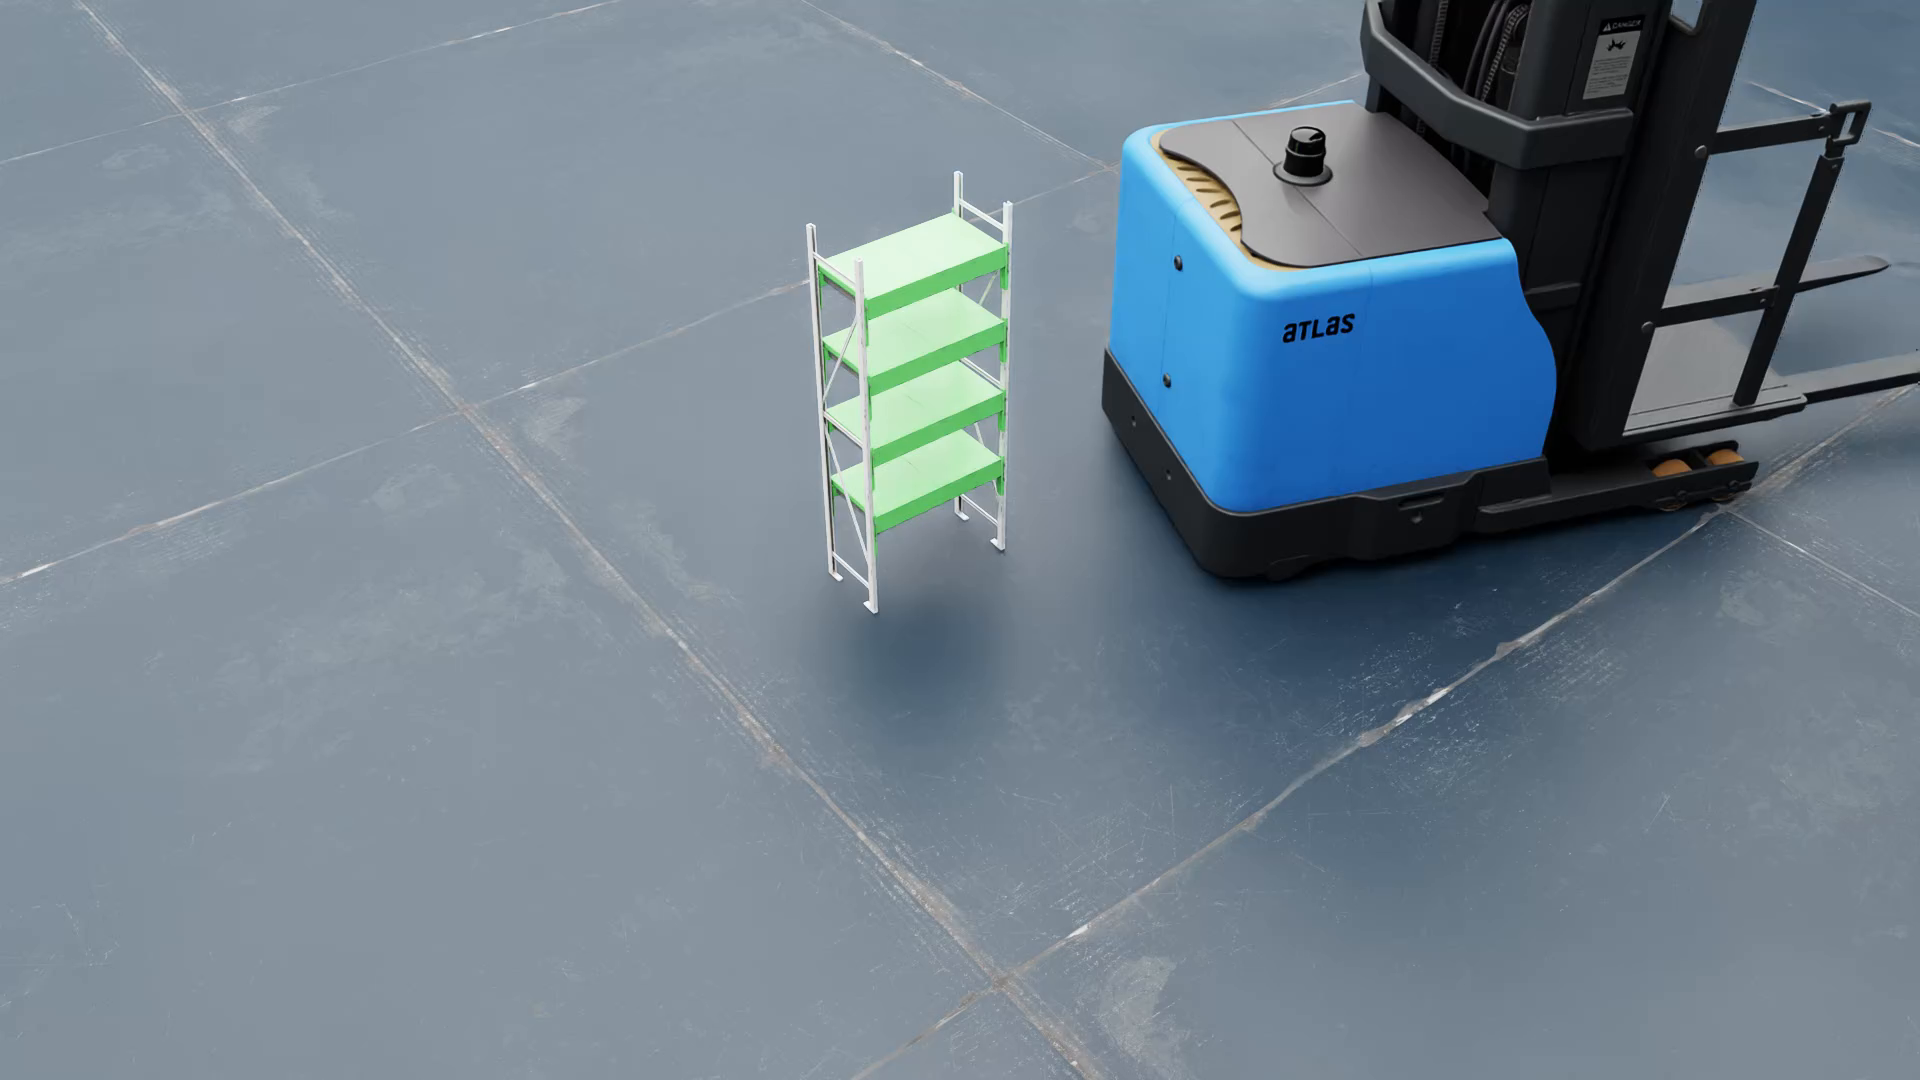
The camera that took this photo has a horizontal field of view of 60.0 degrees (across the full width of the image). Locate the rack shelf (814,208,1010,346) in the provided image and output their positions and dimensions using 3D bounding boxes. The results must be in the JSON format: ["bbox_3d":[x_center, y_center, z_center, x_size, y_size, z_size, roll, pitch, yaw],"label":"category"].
[{"bbox_3d":[-0.131,-0.722,4.528,0.480,0.148,0.258,-26,46,-28],"label":"rack shelf"}]

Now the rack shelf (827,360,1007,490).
[{"bbox_3d":[-0.131,-0.351,4.832,0.480,0.148,0.258,-26,46,-28],"label":"rack shelf"}]

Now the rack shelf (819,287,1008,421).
[{"bbox_3d":[-0.131,-0.536,4.680,0.480,0.148,0.258,-26,46,-28],"label":"rack shelf"}]

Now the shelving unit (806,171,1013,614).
[{"bbox_3d":[-0.131,-0.400,4.791,0.503,1.200,0.258,-26,46,-28],"label":"shelving unit"}]

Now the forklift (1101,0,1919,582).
[{"bbox_3d":[2.059,-1.537,4.813,3.031,2.935,1.130,-11,41,-13],"label":"forklift"}]

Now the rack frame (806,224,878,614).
[{"bbox_3d":[-0.325,-0.306,4.677,0.015,1.200,0.240,-26,46,-28],"label":"rack frame"}]

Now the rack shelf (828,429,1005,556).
[{"bbox_3d":[-0.131,-0.165,4.984,0.480,0.148,0.258,-26,46,-28],"label":"rack shelf"}]

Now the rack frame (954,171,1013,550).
[{"bbox_3d":[0.062,-0.494,4.906,0.015,1.200,0.240,-26,46,-28],"label":"rack frame"}]
